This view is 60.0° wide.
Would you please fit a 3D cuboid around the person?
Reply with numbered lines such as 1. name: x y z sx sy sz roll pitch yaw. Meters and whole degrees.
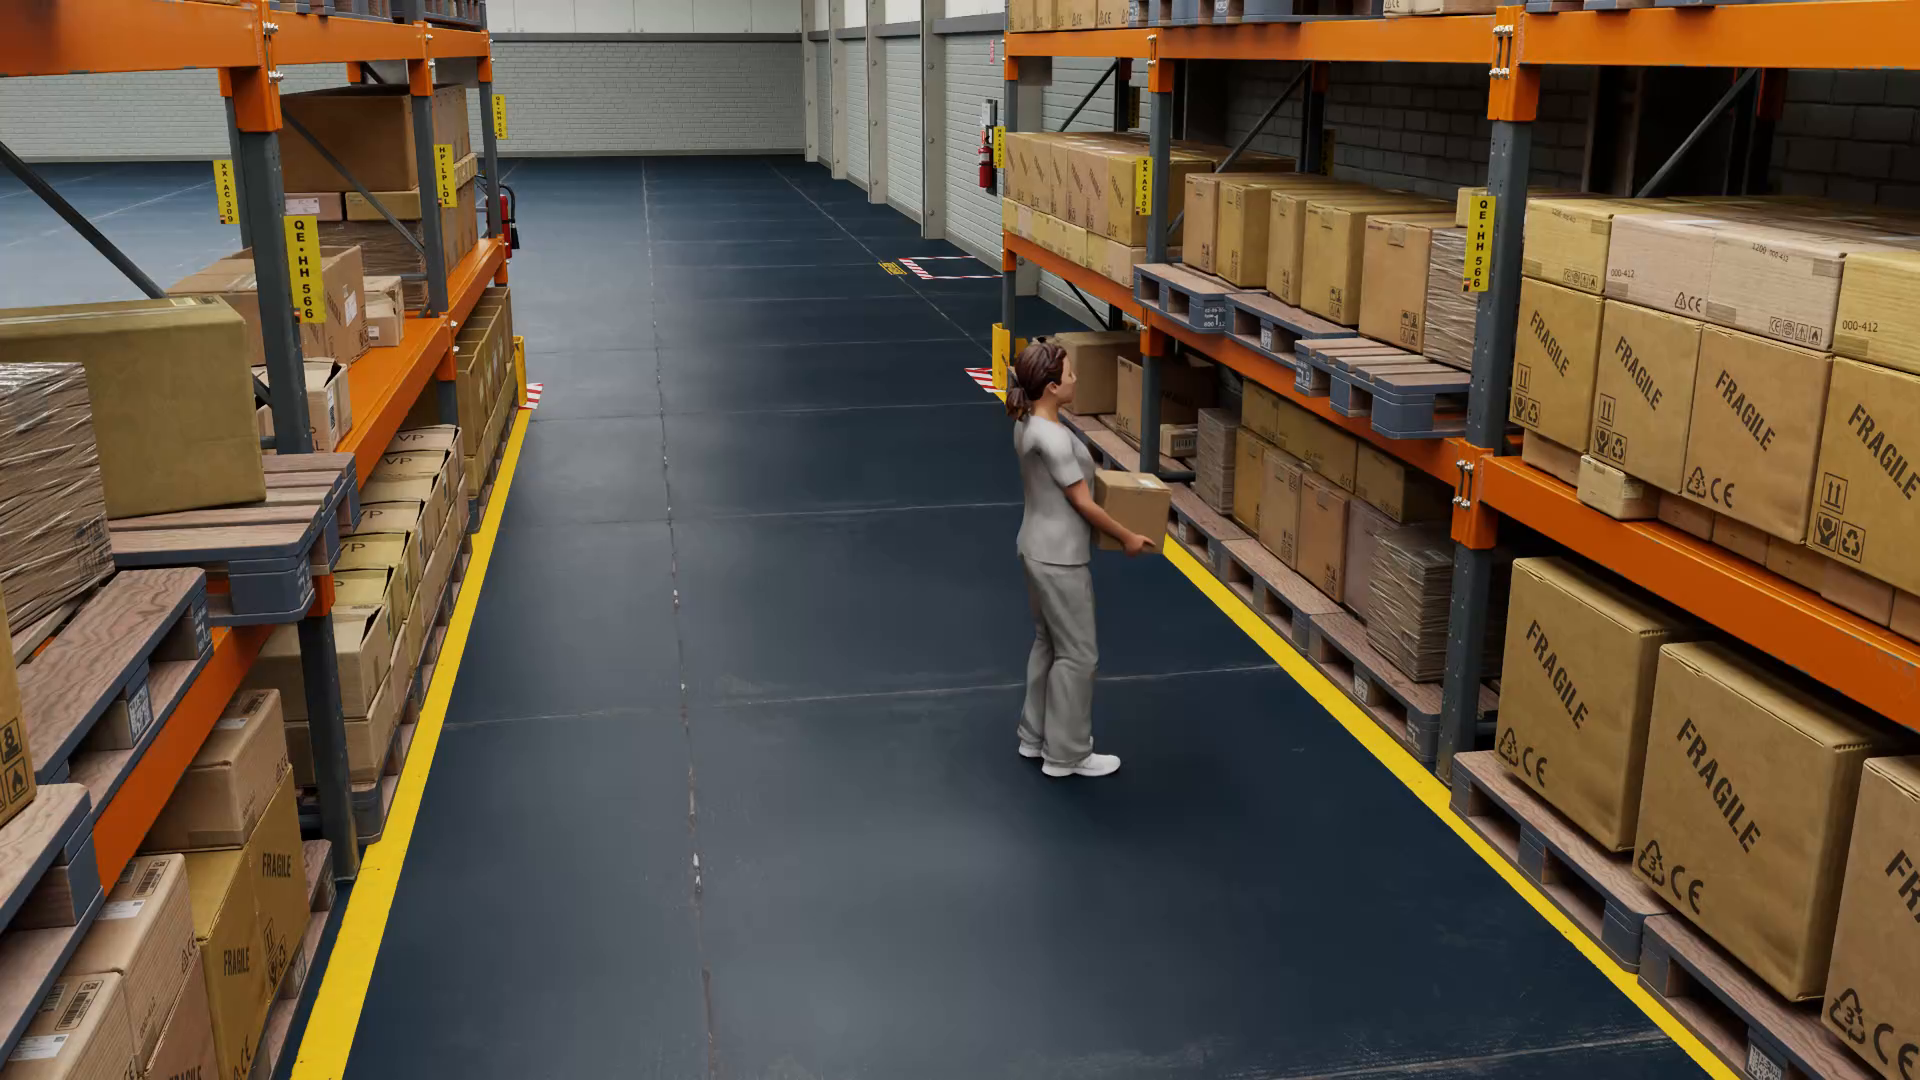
1. person: 0.432 0.076 6.303 0.556 1.665 0.436 -3 17 -9
